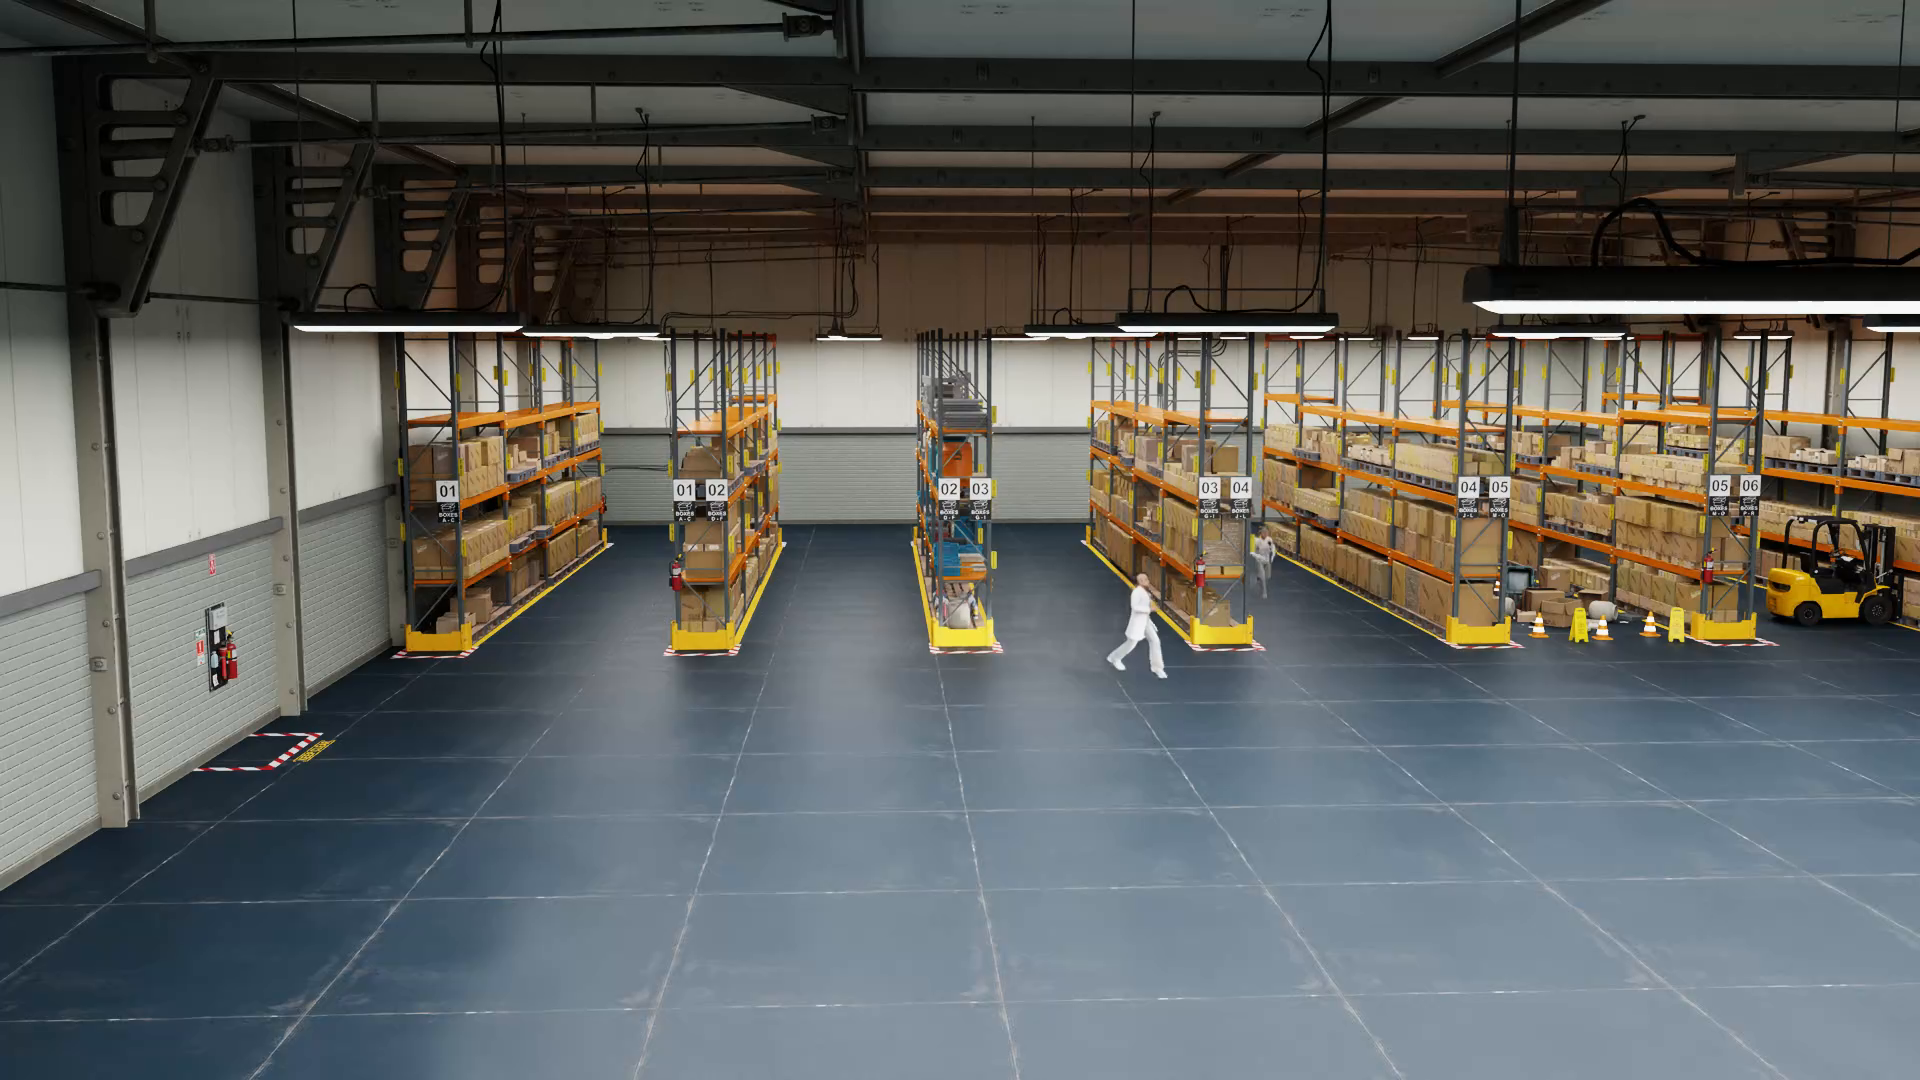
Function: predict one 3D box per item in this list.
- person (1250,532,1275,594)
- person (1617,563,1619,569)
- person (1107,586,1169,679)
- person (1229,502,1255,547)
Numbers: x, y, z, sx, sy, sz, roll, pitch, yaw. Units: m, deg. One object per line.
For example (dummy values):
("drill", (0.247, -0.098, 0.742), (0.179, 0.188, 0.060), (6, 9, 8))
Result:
("person", (6.864, 0.476, 37.635), (0.650, 1.522, 0.598), (-2, 7, -14))
("person", (16.201, 0.080, 41.038), (0.560, 1.623, 0.577), (-1, 7, -9))
("person", (3.045, 1.583, 28.669), (1.108, 1.632, 0.669), (4, 8, 33))
("person", (7.631, -0.469, 45.054), (0.730, 1.787, 1.052), (1, 7, 4))
